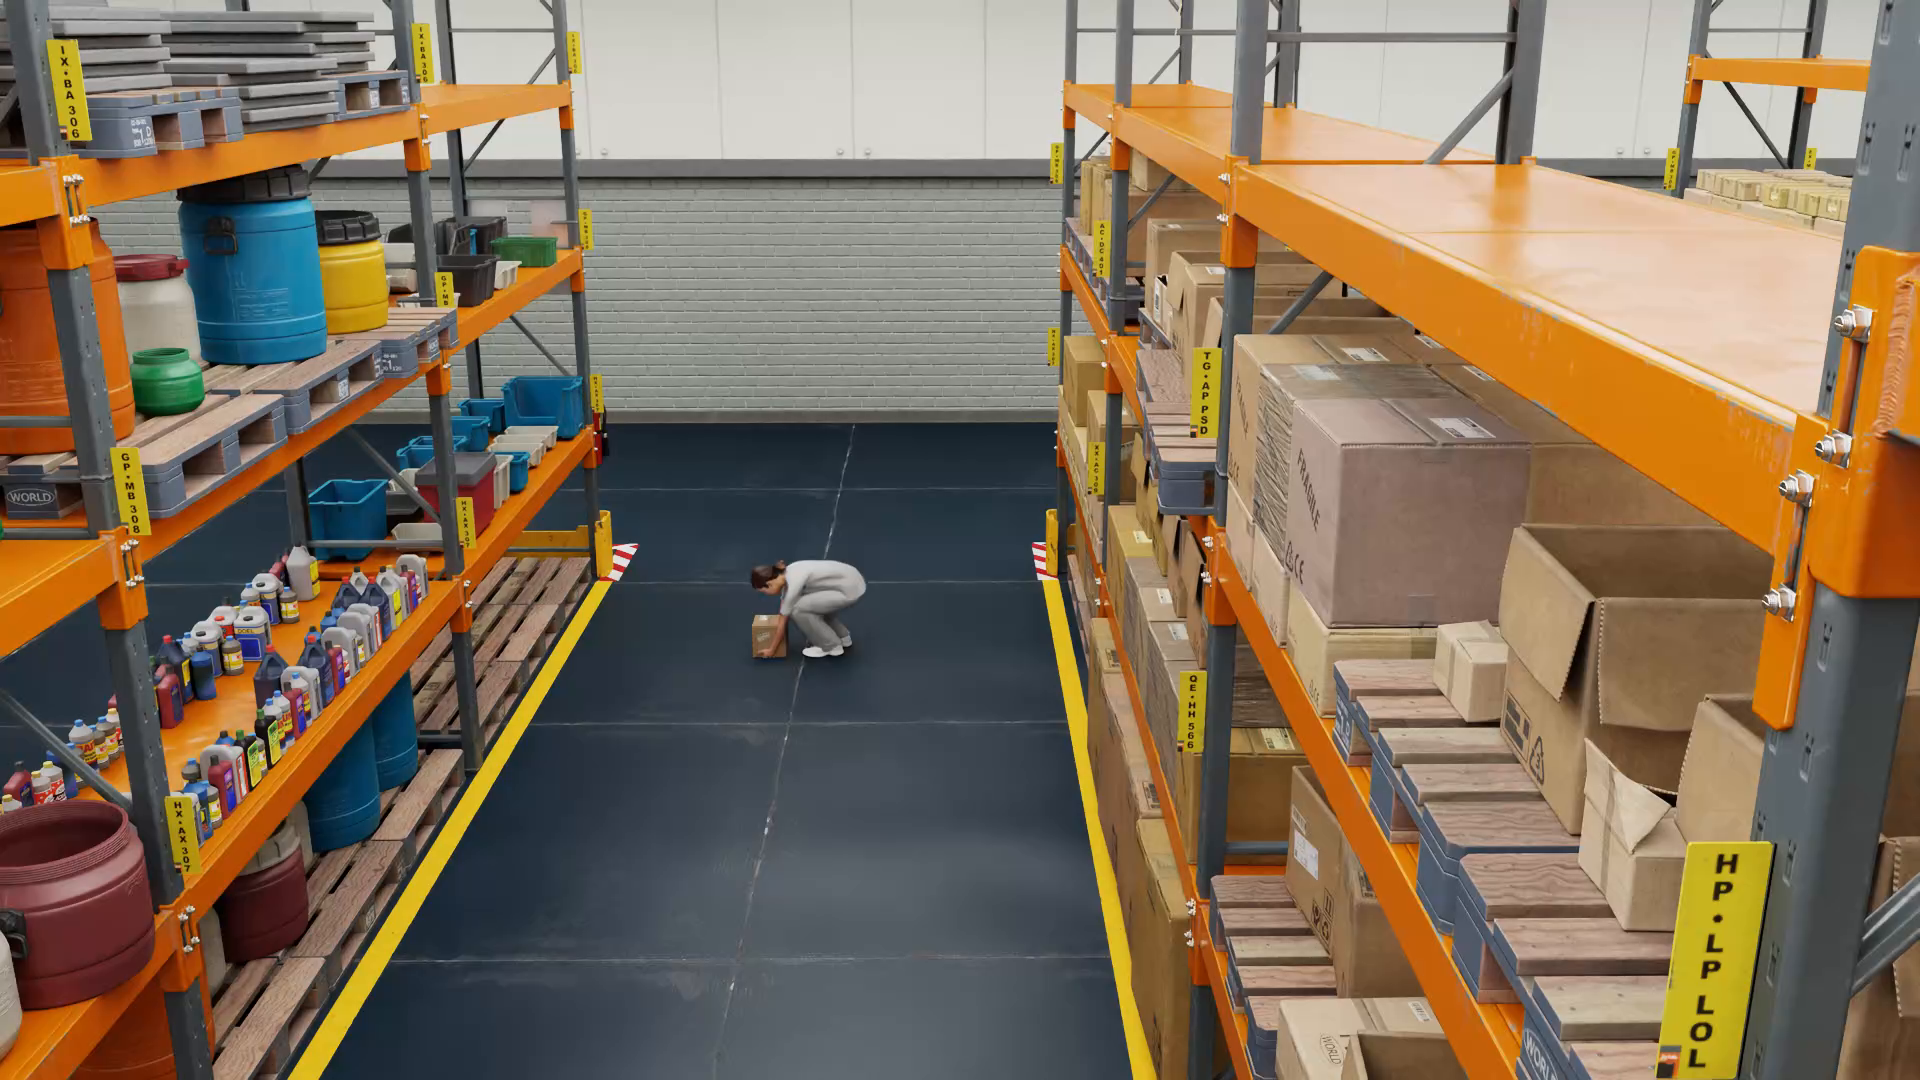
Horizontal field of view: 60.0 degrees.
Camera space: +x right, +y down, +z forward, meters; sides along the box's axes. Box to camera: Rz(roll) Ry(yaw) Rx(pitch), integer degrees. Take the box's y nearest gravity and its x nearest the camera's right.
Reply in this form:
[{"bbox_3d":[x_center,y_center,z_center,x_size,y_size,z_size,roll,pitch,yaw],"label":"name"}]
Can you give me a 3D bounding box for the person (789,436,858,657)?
[{"bbox_3d":[-1.003,0.045,12.400,0.515,1.674,0.460,0,17,-1],"label":"person"}]
